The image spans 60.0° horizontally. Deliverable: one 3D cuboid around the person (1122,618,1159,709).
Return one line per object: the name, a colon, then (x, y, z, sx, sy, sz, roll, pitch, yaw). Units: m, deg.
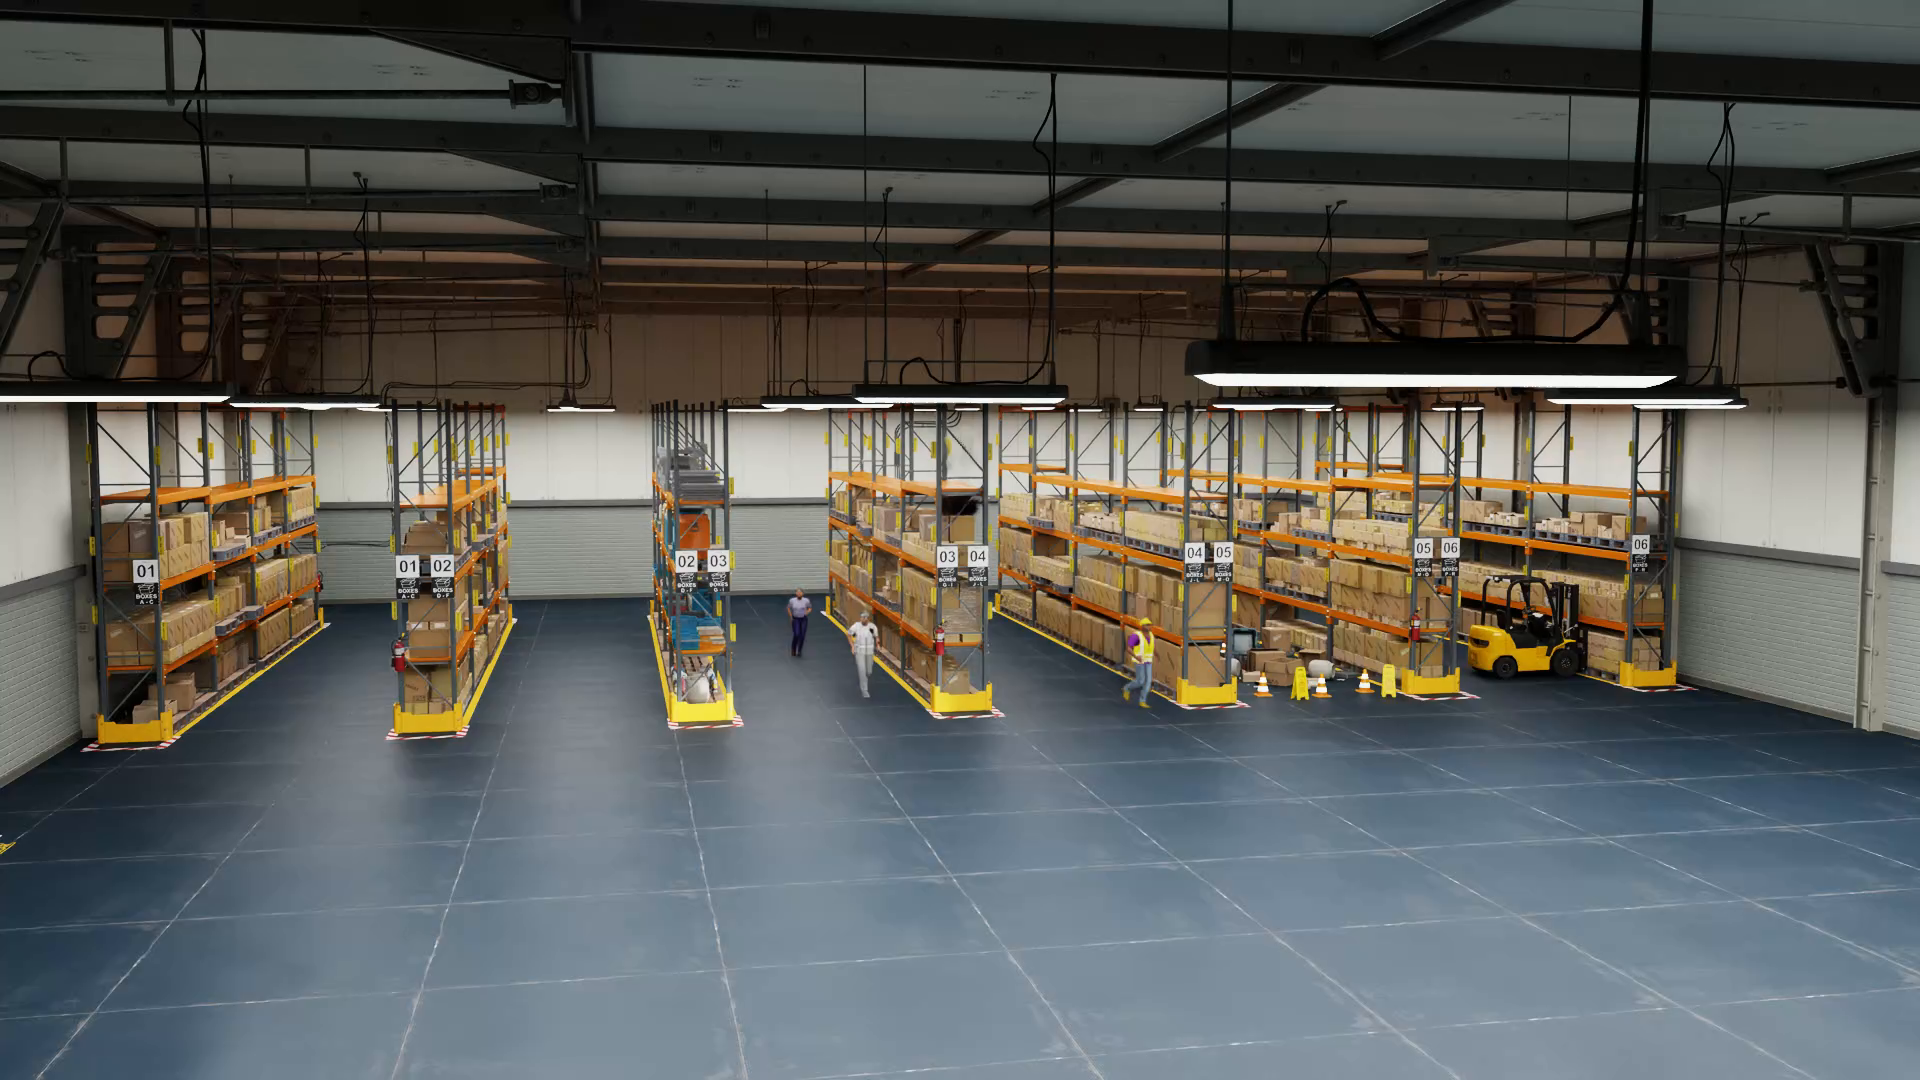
person: (3.589, 2.404, 32.750, 0.732, 1.748, 0.727, -3, 5, -34)

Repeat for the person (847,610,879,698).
person: (-1.982, 2.292, 34.067, 0.645, 1.767, 0.899, -1, 5, -17)

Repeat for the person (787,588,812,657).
person: (-3.784, 1.952, 39.351, 0.581, 1.637, 0.638, -1, 4, -14)
